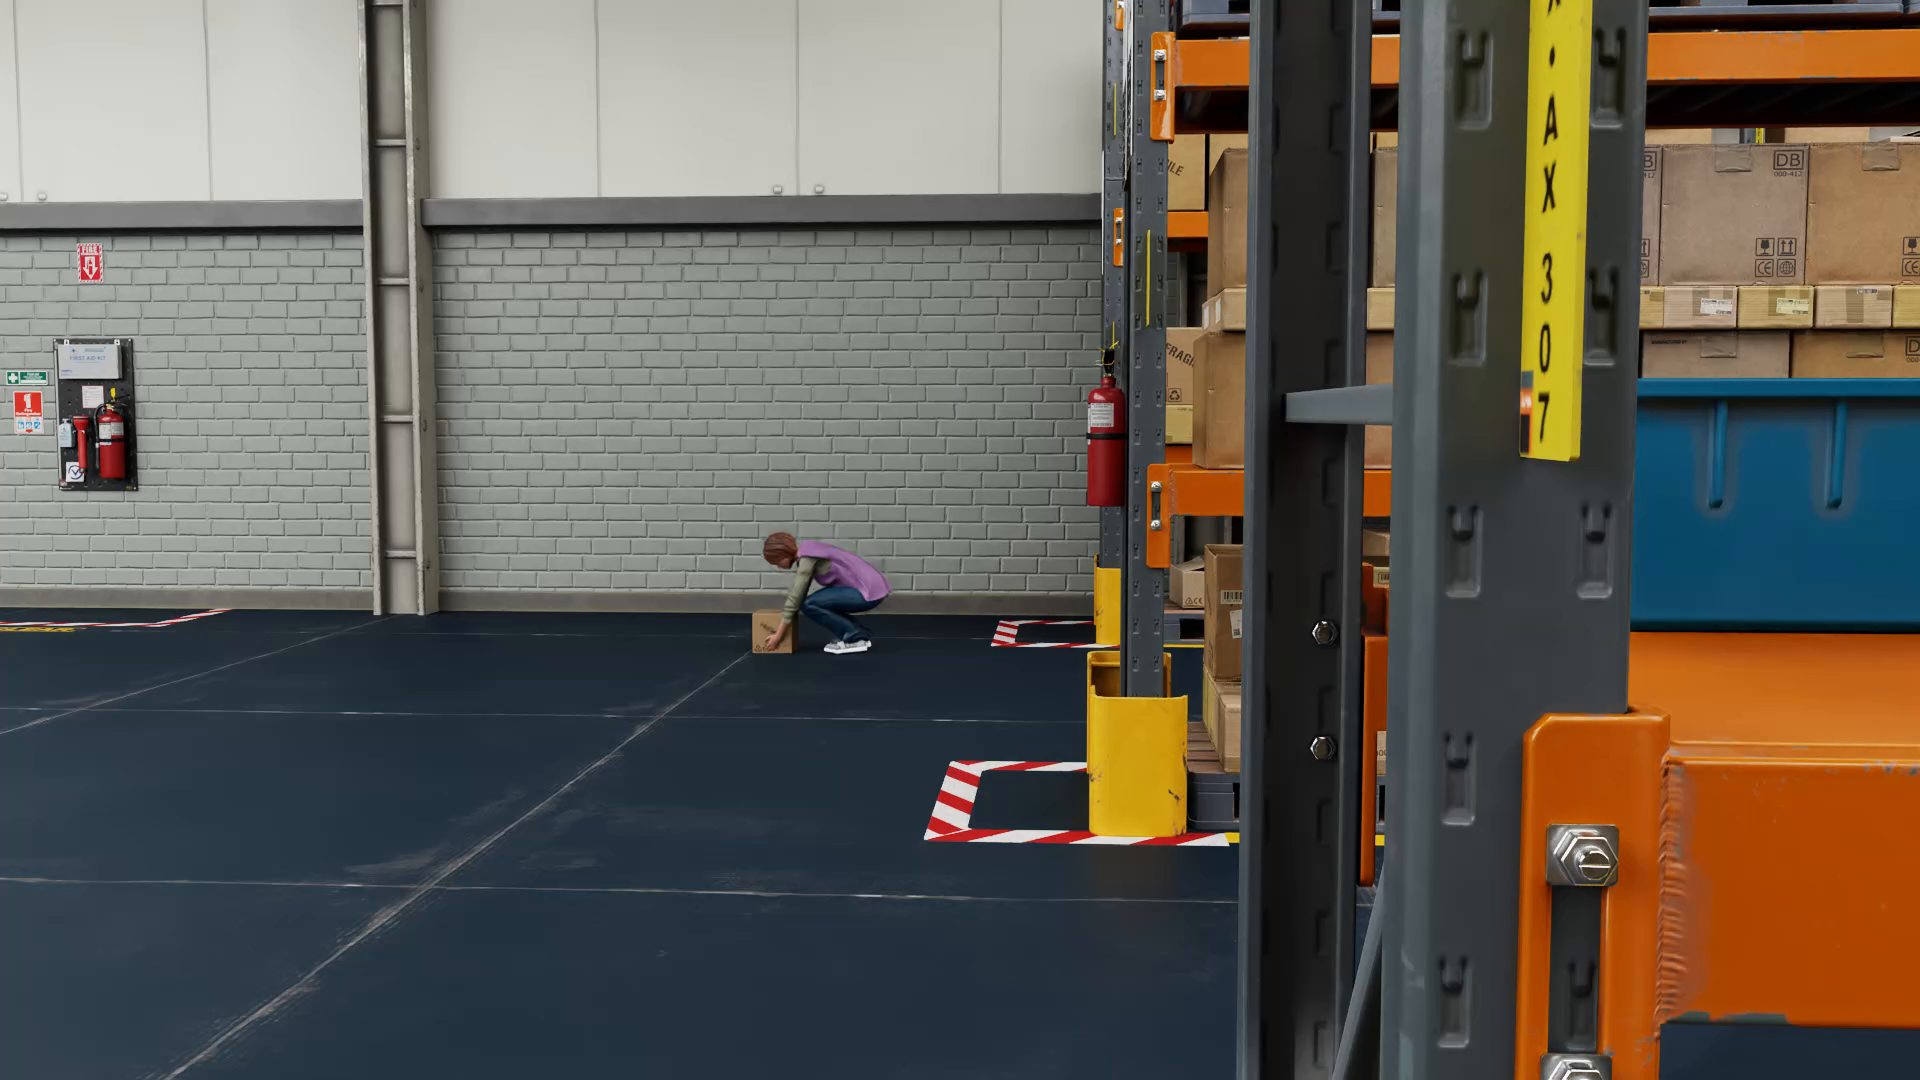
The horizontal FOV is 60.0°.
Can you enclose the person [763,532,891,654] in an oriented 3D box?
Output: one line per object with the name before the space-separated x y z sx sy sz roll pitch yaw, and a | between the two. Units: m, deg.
person | -0.839 0.333 10.553 0.805 0.764 0.436 0 4 4
